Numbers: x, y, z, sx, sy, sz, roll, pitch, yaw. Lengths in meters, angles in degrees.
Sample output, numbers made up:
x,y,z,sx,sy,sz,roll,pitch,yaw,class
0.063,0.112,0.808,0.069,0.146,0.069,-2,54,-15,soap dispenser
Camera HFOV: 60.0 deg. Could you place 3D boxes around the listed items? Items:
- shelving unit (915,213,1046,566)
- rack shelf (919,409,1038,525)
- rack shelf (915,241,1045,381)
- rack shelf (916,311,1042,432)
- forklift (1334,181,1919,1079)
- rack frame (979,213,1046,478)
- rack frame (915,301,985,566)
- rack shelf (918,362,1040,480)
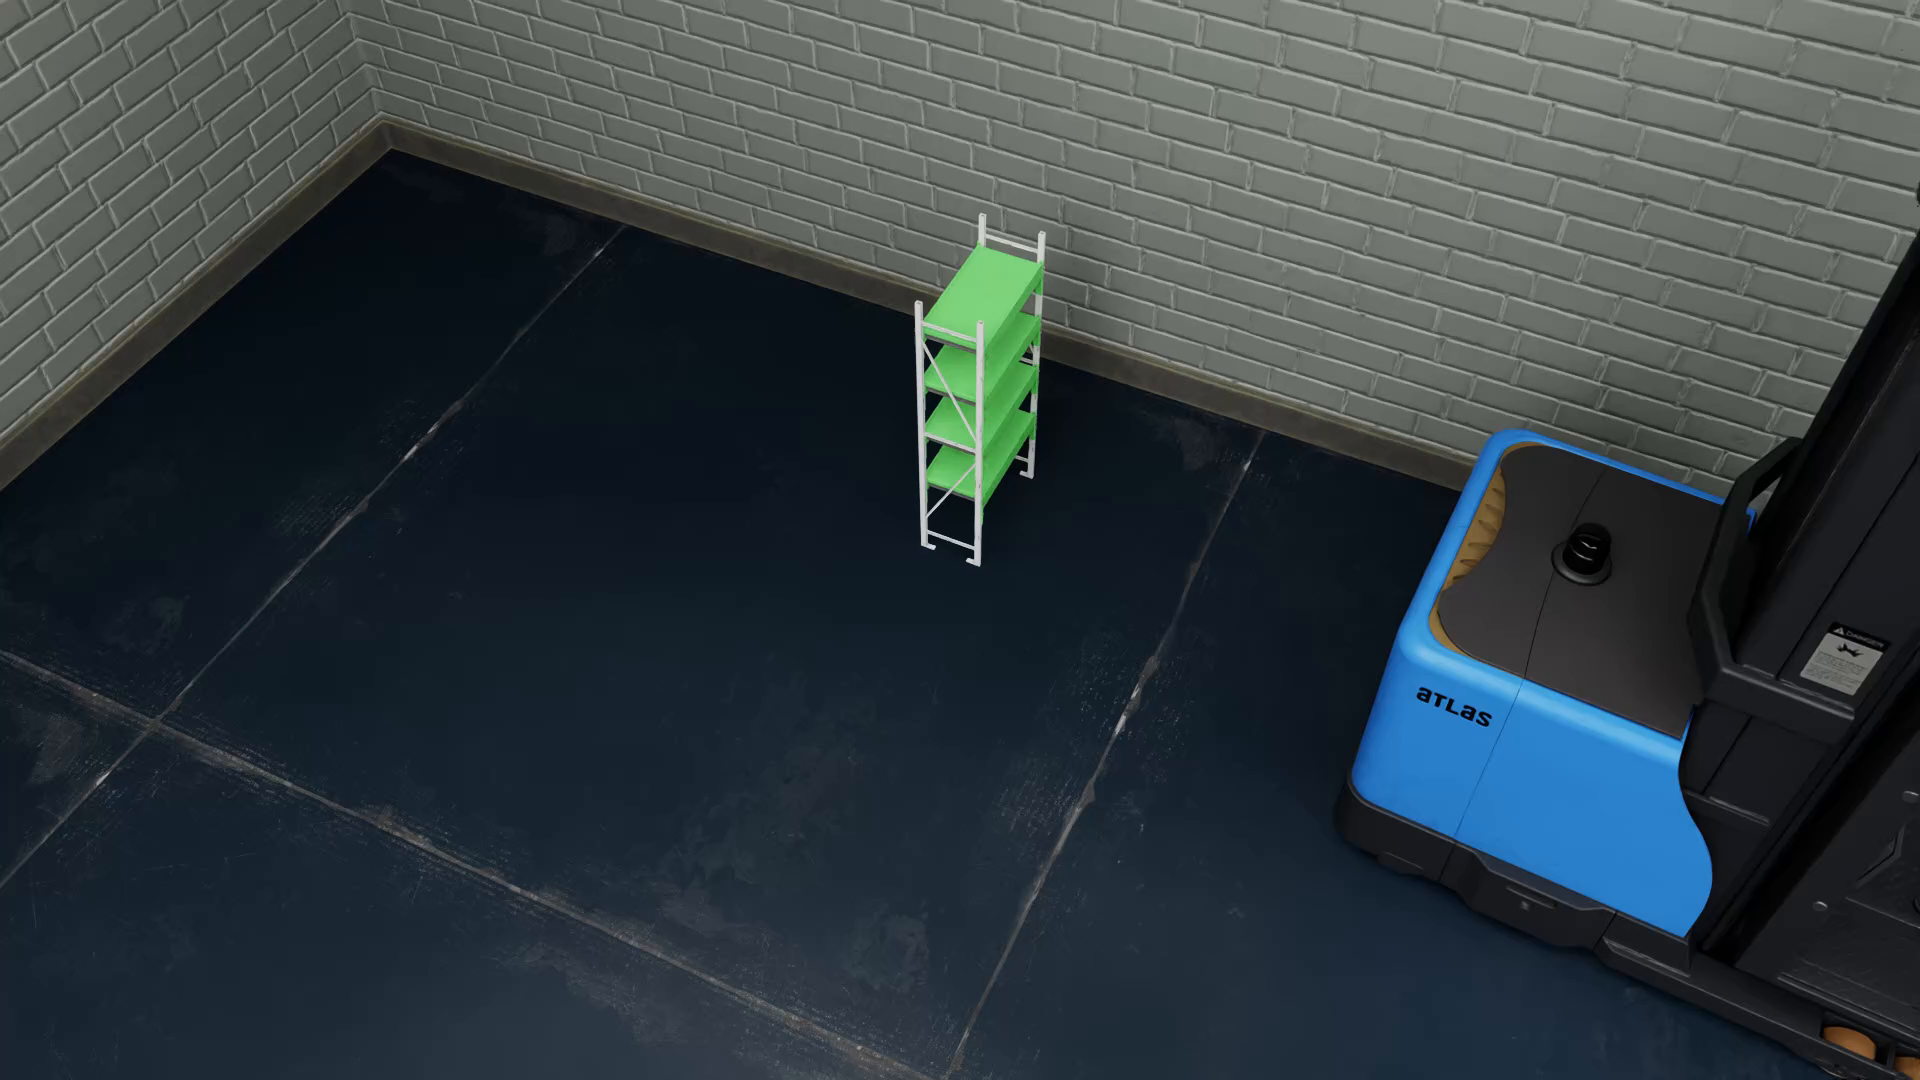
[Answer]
x,y,z,sx,sy,sz,roll,pitch,yaw,class
0.071,-0.503,5.890,0.258,1.200,0.503,20,52,16,shelving unit
0.071,-0.306,6.121,0.258,0.148,0.480,20,52,16,rack shelf
0.071,-0.772,5.573,0.258,0.148,0.480,20,52,16,rack shelf
0.071,-0.617,5.756,0.258,0.148,0.480,20,52,16,rack shelf
2.754,0.237,4.124,3.031,2.935,1.130,22,53,18,forklift
0.175,-0.671,6.033,0.240,1.200,0.015,20,52,16,rack frame
-0.034,-0.335,5.747,0.240,1.200,0.015,20,52,16,rack frame
0.071,-0.461,5.939,0.258,0.148,0.480,20,52,16,rack shelf
